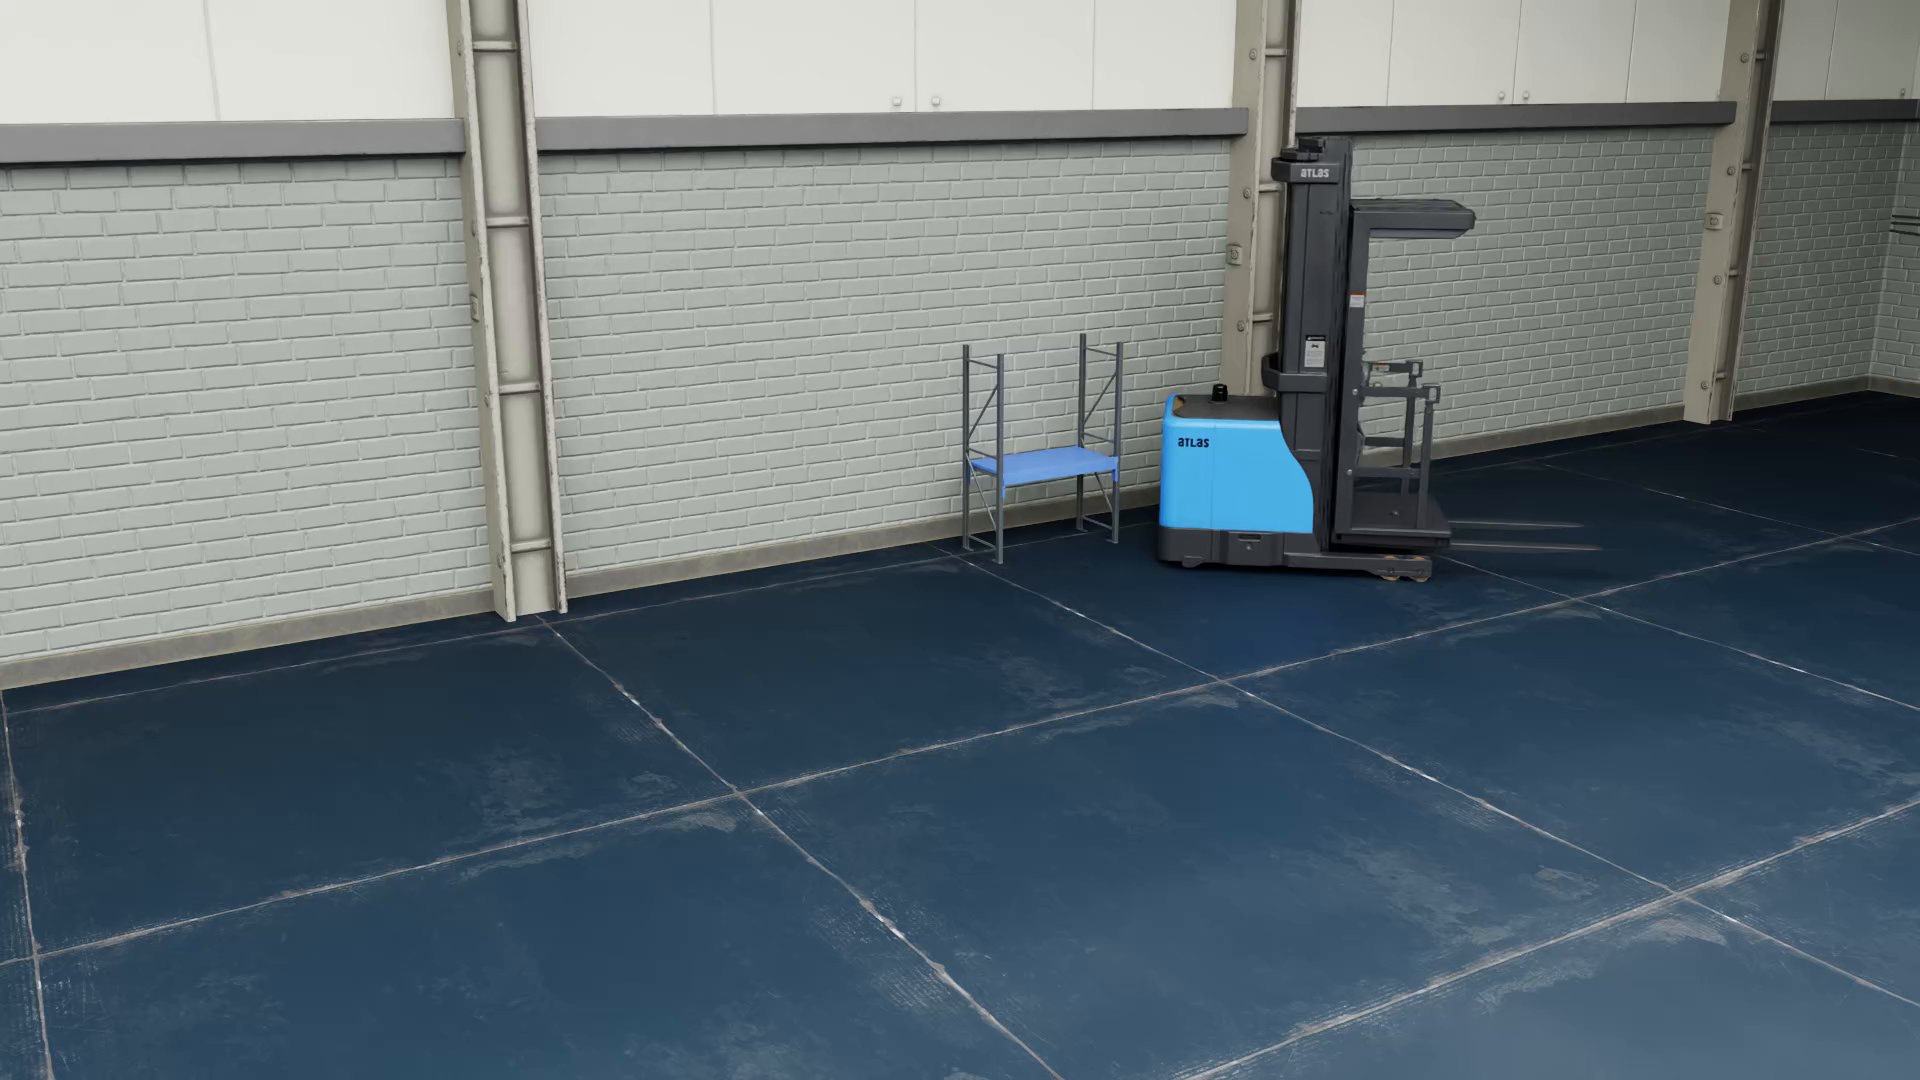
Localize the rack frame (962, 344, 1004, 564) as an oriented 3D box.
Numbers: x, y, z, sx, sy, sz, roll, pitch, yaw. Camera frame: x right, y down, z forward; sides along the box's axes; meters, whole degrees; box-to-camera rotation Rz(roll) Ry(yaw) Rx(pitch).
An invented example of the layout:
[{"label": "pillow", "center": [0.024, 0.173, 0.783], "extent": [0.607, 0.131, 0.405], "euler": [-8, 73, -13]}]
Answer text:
[{"label": "rack frame", "center": [0.161, -0.610, 11.807], "extent": [0.032, 1.500, 0.500], "euler": [-9, 18, -30]}]

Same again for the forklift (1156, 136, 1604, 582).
[{"label": "forklift", "center": [2.945, -1.279, 11.544], "extent": [3.031, 2.935, 1.130], "euler": [2, 16, 8]}]

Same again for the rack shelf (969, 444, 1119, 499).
[{"label": "rack shelf", "center": [0.595, -0.508, 12.110], "extent": [1.000, 0.185, 0.538], "euler": [-9, 18, -30]}]

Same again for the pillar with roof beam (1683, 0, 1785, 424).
[{"label": "pillar with roof beam", "center": [9.723, -4.547, 11.960], "extent": [0.400, 9.000, 9.100], "euler": [-9, 18, -30]}]

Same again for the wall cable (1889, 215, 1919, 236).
[{"label": "wall cable", "center": [10.712, -4.152, 16.302], "extent": [0.112, 2.526, 3.097], "euler": [-9, 18, -30]}]

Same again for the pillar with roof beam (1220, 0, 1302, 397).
[{"label": "pillar with roof beam", "center": [4.580, -3.713, 8.985], "extent": [0.400, 9.000, 9.100], "euler": [-9, 18, -30]}]

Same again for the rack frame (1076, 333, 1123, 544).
[{"label": "rack frame", "center": [1.029, -0.753, 12.316], "extent": [0.032, 1.500, 0.500], "euler": [-9, 18, -30]}]

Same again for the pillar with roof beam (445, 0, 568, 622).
[{"label": "pillar with roof beam", "center": [-0.564, -2.879, 6.010], "extent": [0.400, 9.000, 9.100], "euler": [-9, 18, -30]}]

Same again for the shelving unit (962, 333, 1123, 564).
[{"label": "shelving unit", "center": [0.595, -0.681, 12.061], "extent": [1.048, 1.500, 0.538], "euler": [-9, 18, -30]}]
